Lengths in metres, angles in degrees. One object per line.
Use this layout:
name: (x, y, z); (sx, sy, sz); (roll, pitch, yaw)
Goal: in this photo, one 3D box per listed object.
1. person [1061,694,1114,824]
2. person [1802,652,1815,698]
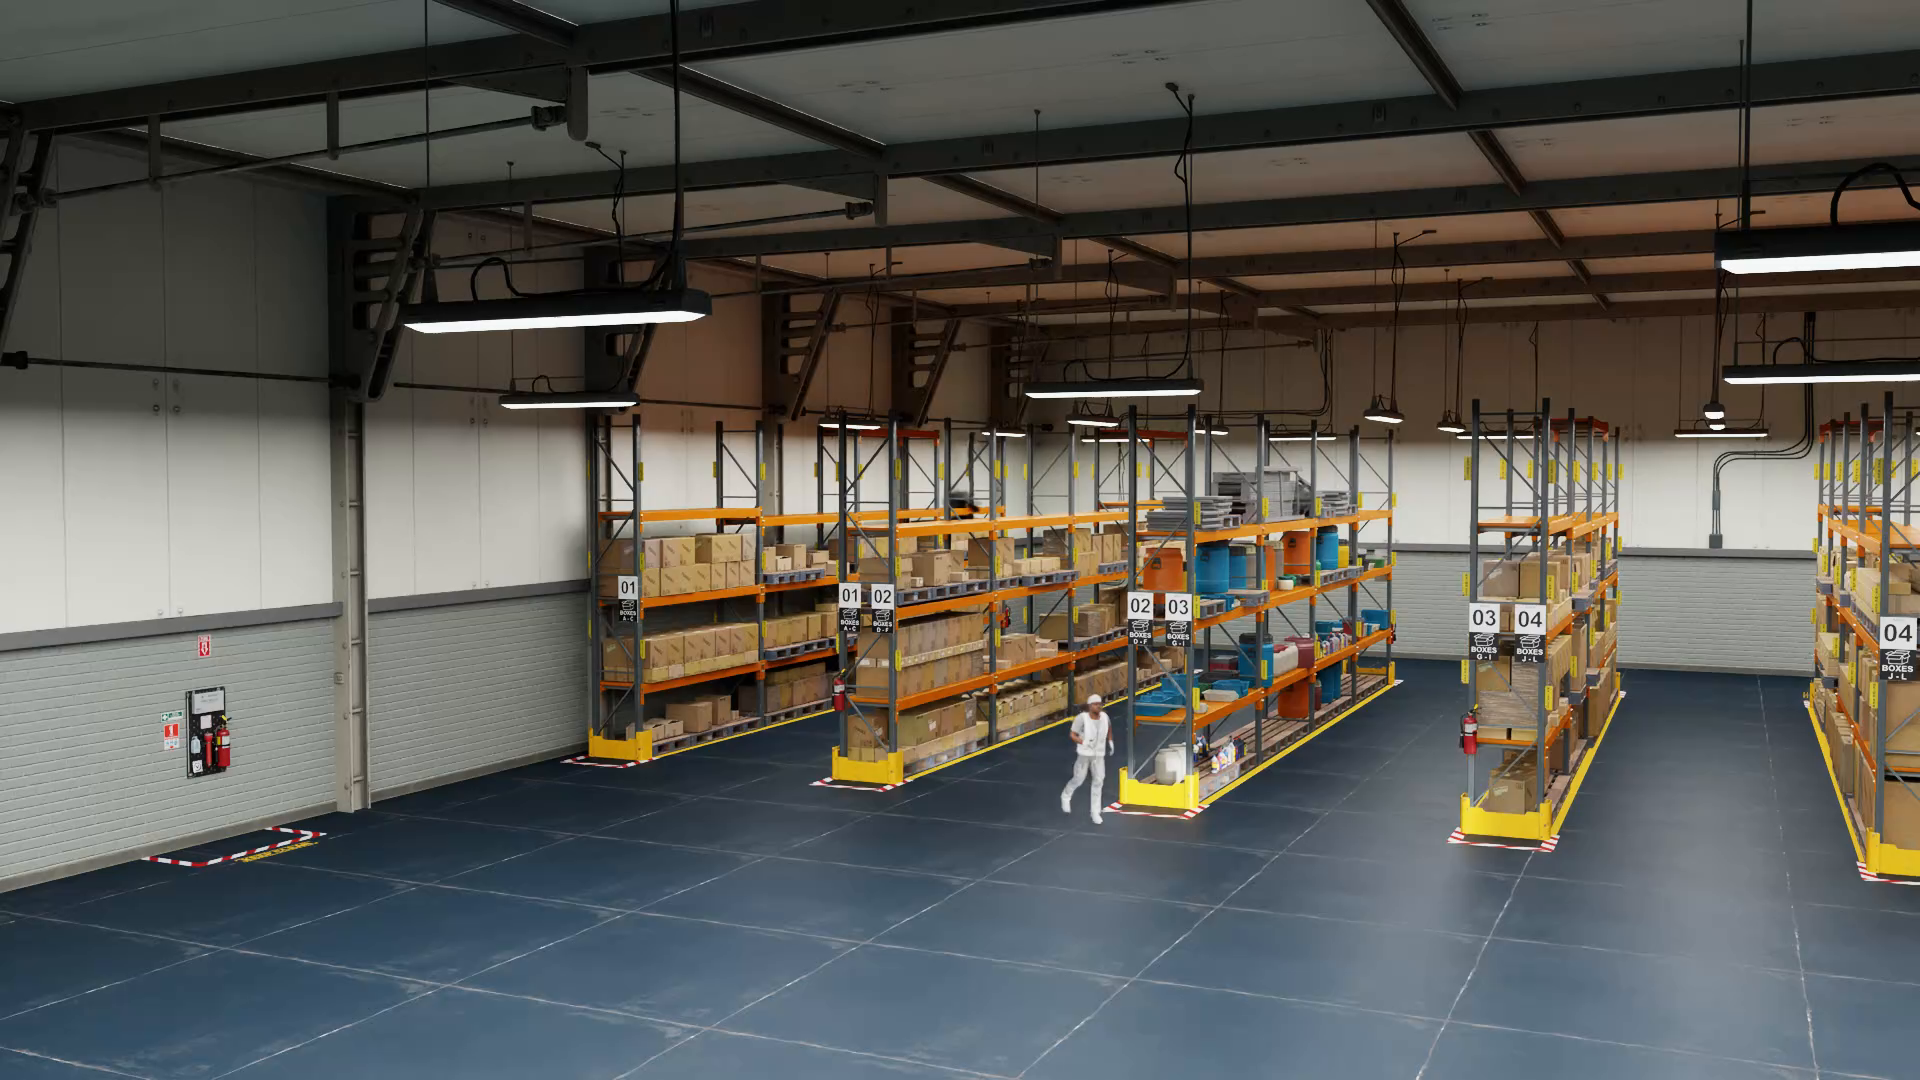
person: (1.907, 3.116, 24.026); (0.740, 1.792, 0.934); (-1, 2, -19)
person: (18.995, 2.704, 36.461); (0.855, 1.599, 0.553); (0, 2, 2)
